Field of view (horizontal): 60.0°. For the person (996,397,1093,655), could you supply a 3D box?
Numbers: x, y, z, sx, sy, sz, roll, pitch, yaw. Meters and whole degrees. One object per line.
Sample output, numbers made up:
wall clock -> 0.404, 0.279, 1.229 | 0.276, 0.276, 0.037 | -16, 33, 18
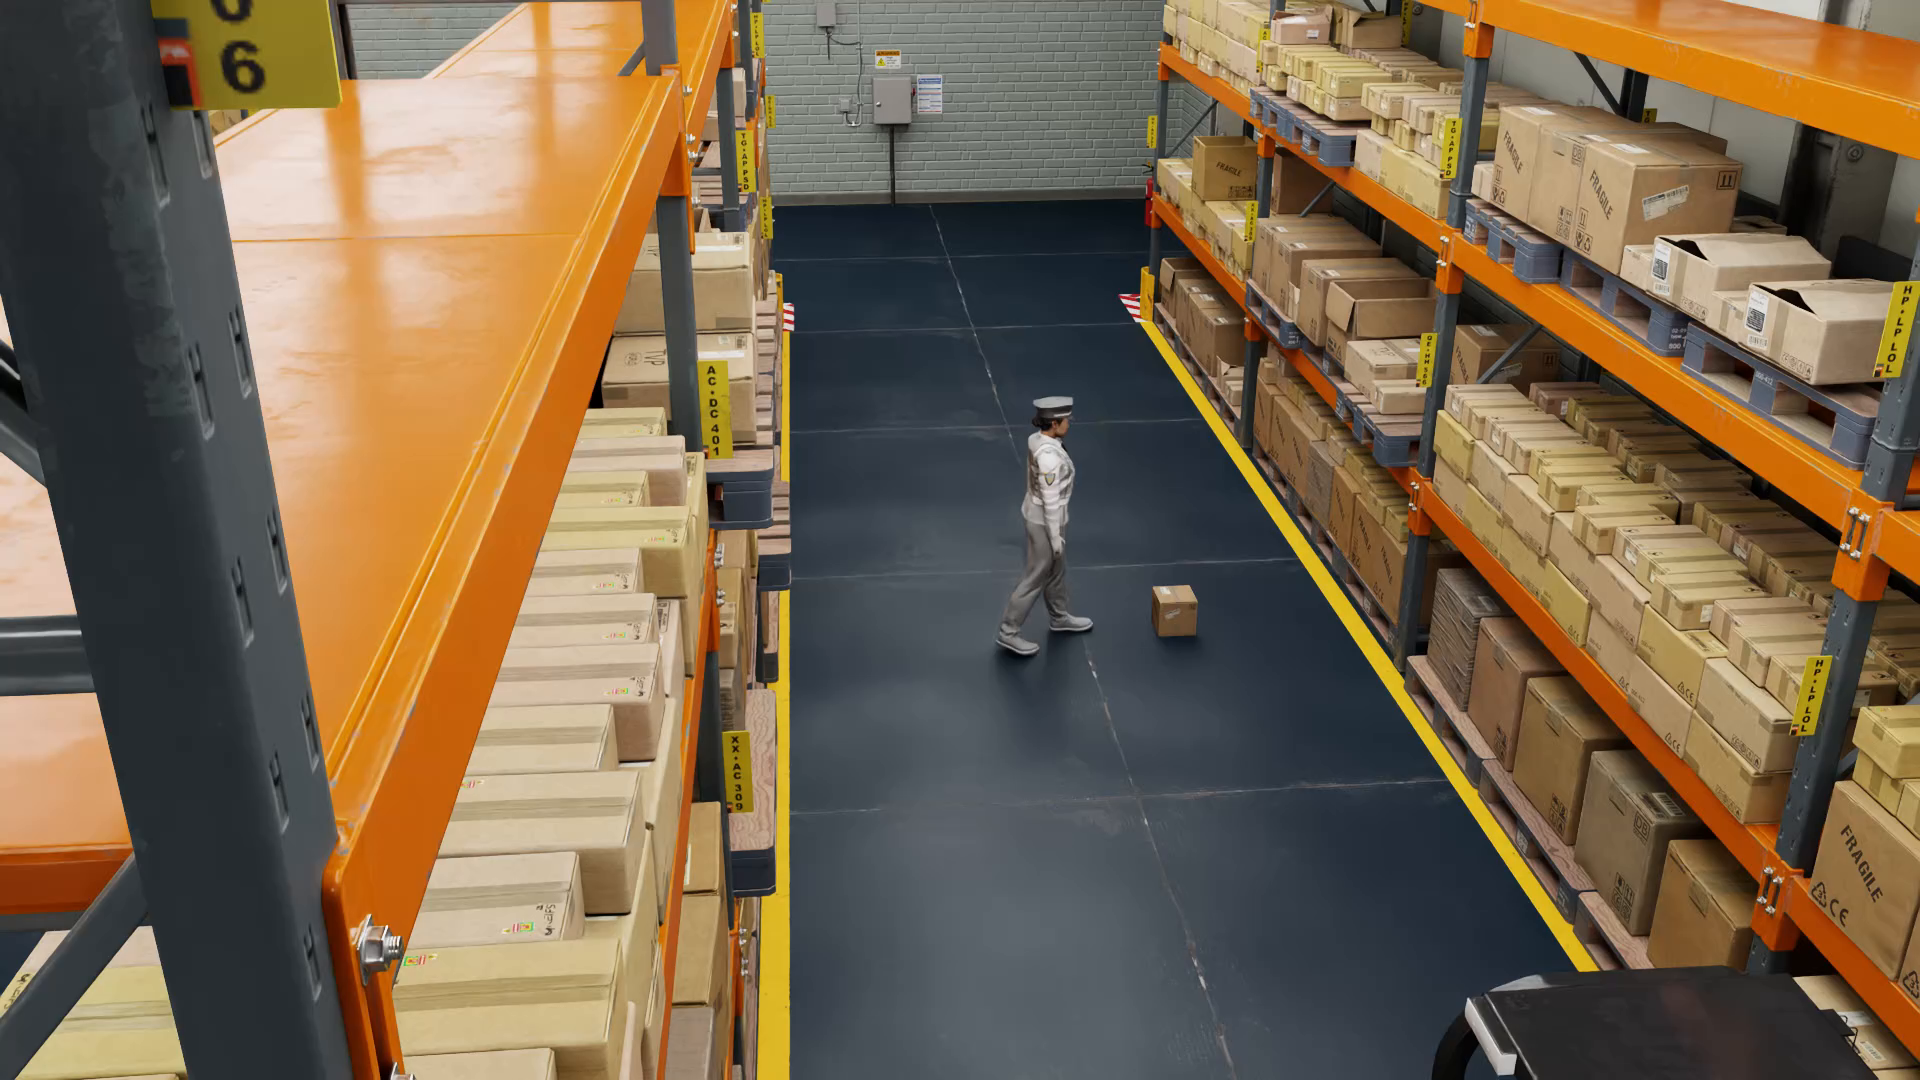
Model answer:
person -> 0.553, -0.112, 10.538 | 0.668, 1.653, 0.505 | -2, 24, -4
